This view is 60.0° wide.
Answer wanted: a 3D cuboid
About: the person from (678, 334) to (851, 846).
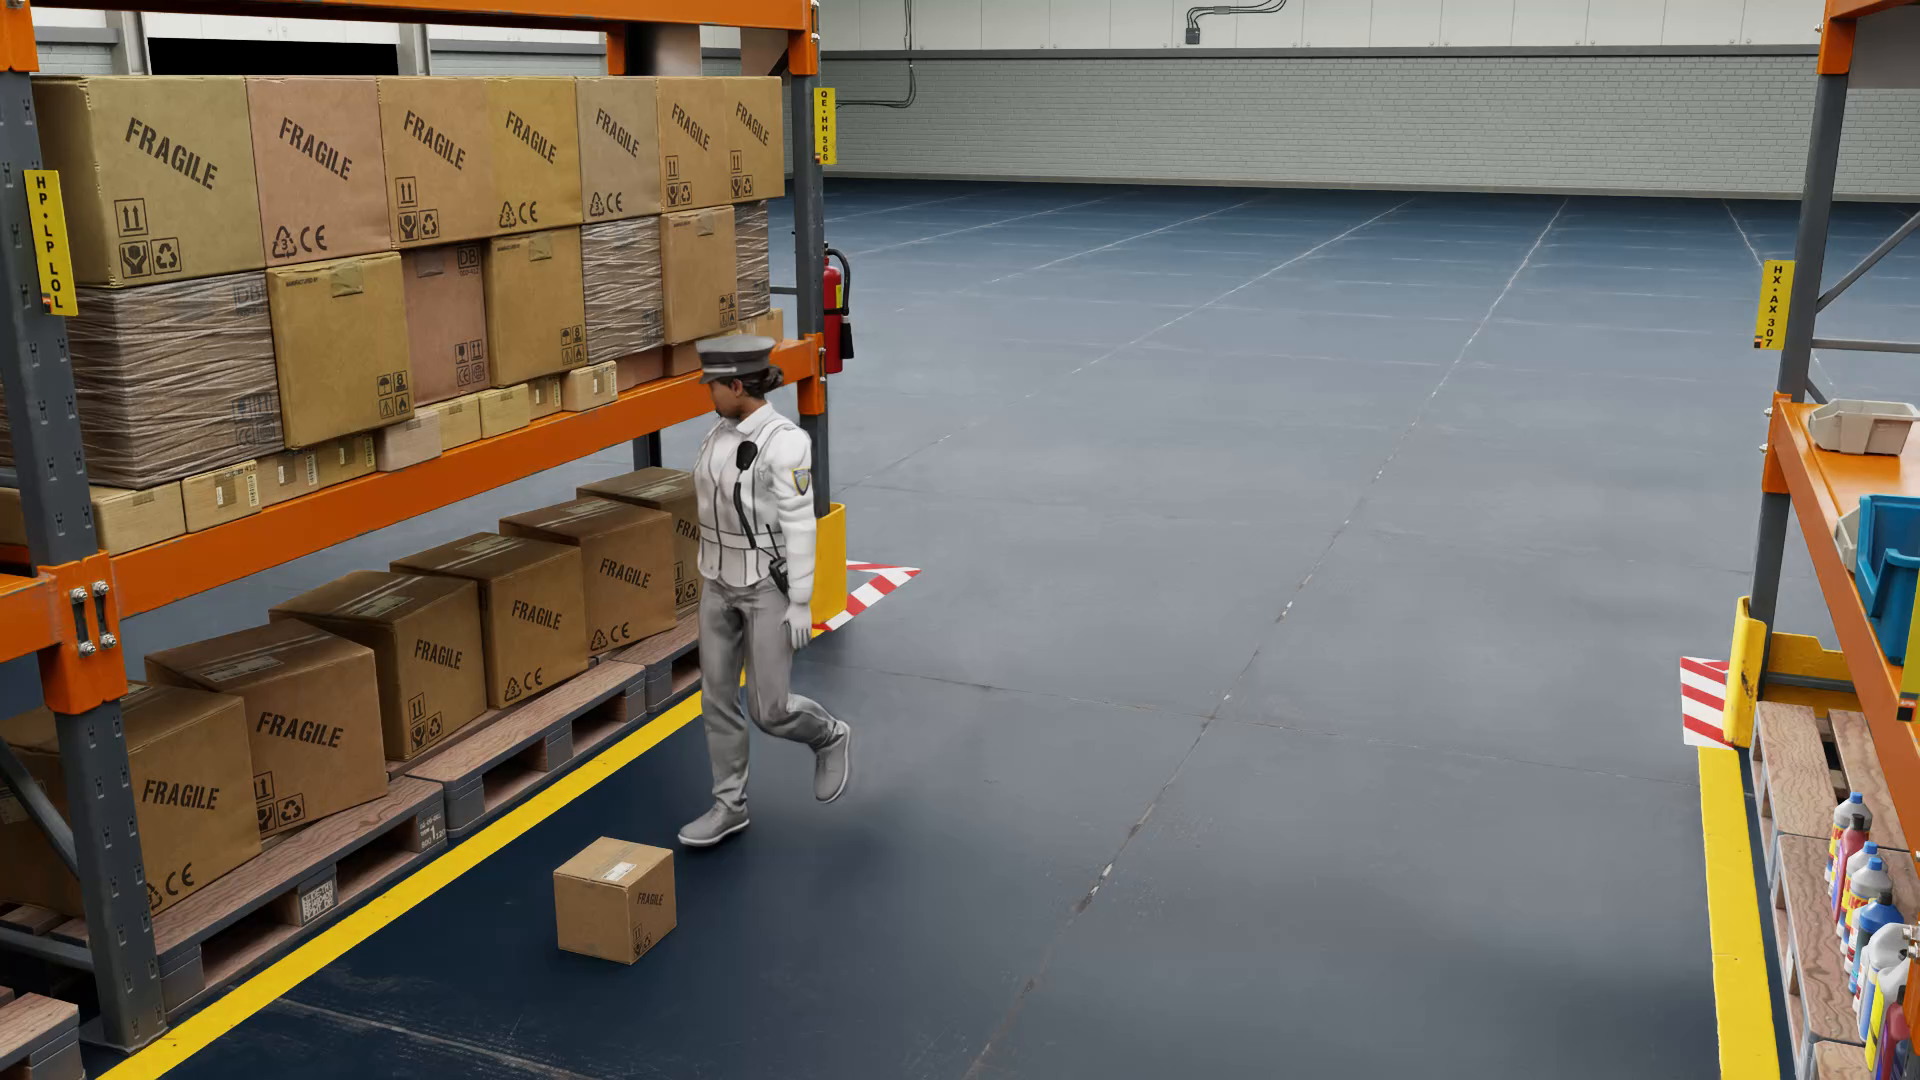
[{"bbox_3d":[-0.657,0.158,5.377,0.504,1.649,0.645,13,20,40],"label":"person"}]
